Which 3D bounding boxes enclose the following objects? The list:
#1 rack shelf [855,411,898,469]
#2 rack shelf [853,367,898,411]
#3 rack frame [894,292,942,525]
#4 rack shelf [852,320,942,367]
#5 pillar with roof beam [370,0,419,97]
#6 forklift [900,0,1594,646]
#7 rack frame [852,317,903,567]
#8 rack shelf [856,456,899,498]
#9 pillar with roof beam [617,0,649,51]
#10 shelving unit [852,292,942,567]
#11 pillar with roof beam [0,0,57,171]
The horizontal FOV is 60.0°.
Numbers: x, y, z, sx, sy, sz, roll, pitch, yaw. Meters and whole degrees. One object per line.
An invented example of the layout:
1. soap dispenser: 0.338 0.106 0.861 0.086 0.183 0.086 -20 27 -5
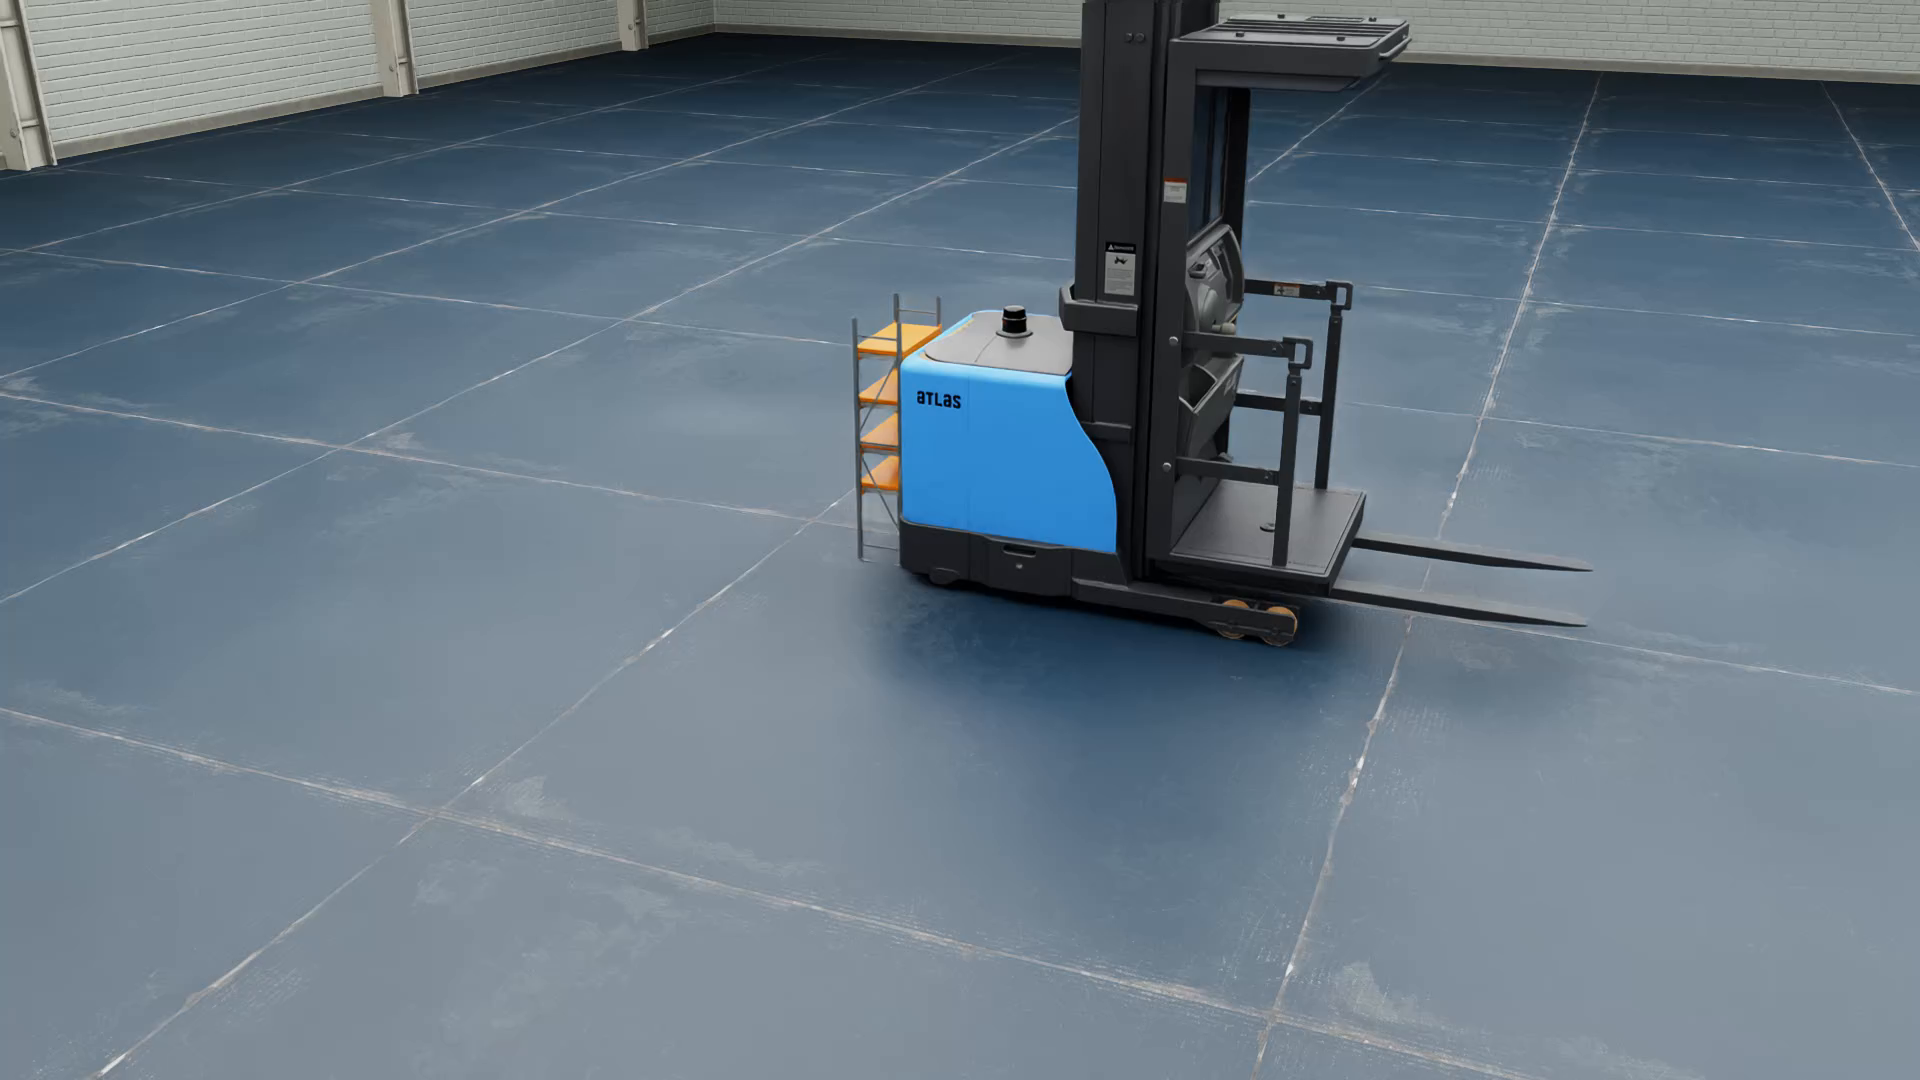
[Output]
1. rack shelf: -0.289 -0.467 7.985 0.258 0.148 0.480 8 24 19
2. rack shelf: -0.289 -0.673 7.899 0.258 0.148 0.480 8 24 19
3. rack frame: -0.202 -0.617 8.169 0.240 1.200 0.015 8 24 19
4. rack shelf: -0.289 -0.891 7.808 0.258 0.148 0.480 8 24 19
5. pillar with roof beam: -3.733 -9.690 19.773 9.100 9.000 0.400 9 24 20
6. forklift: 1.290 -1.128 7.148 3.031 2.935 1.130 9 24 20
7. rack frame: -0.376 -0.441 7.749 0.240 1.200 0.015 8 24 19
8. rack shelf: -0.289 -0.283 8.061 0.258 0.148 0.480 8 24 19
9. pillar with roof beam: -1.505 -11.837 24.913 9.100 9.000 0.400 9 24 20
10. shelving unit: -0.289 -0.529 7.959 0.258 1.200 0.503 8 24 19
11. pillar with roof beam: -5.962 -7.543 14.632 9.100 9.000 0.400 9 24 20
